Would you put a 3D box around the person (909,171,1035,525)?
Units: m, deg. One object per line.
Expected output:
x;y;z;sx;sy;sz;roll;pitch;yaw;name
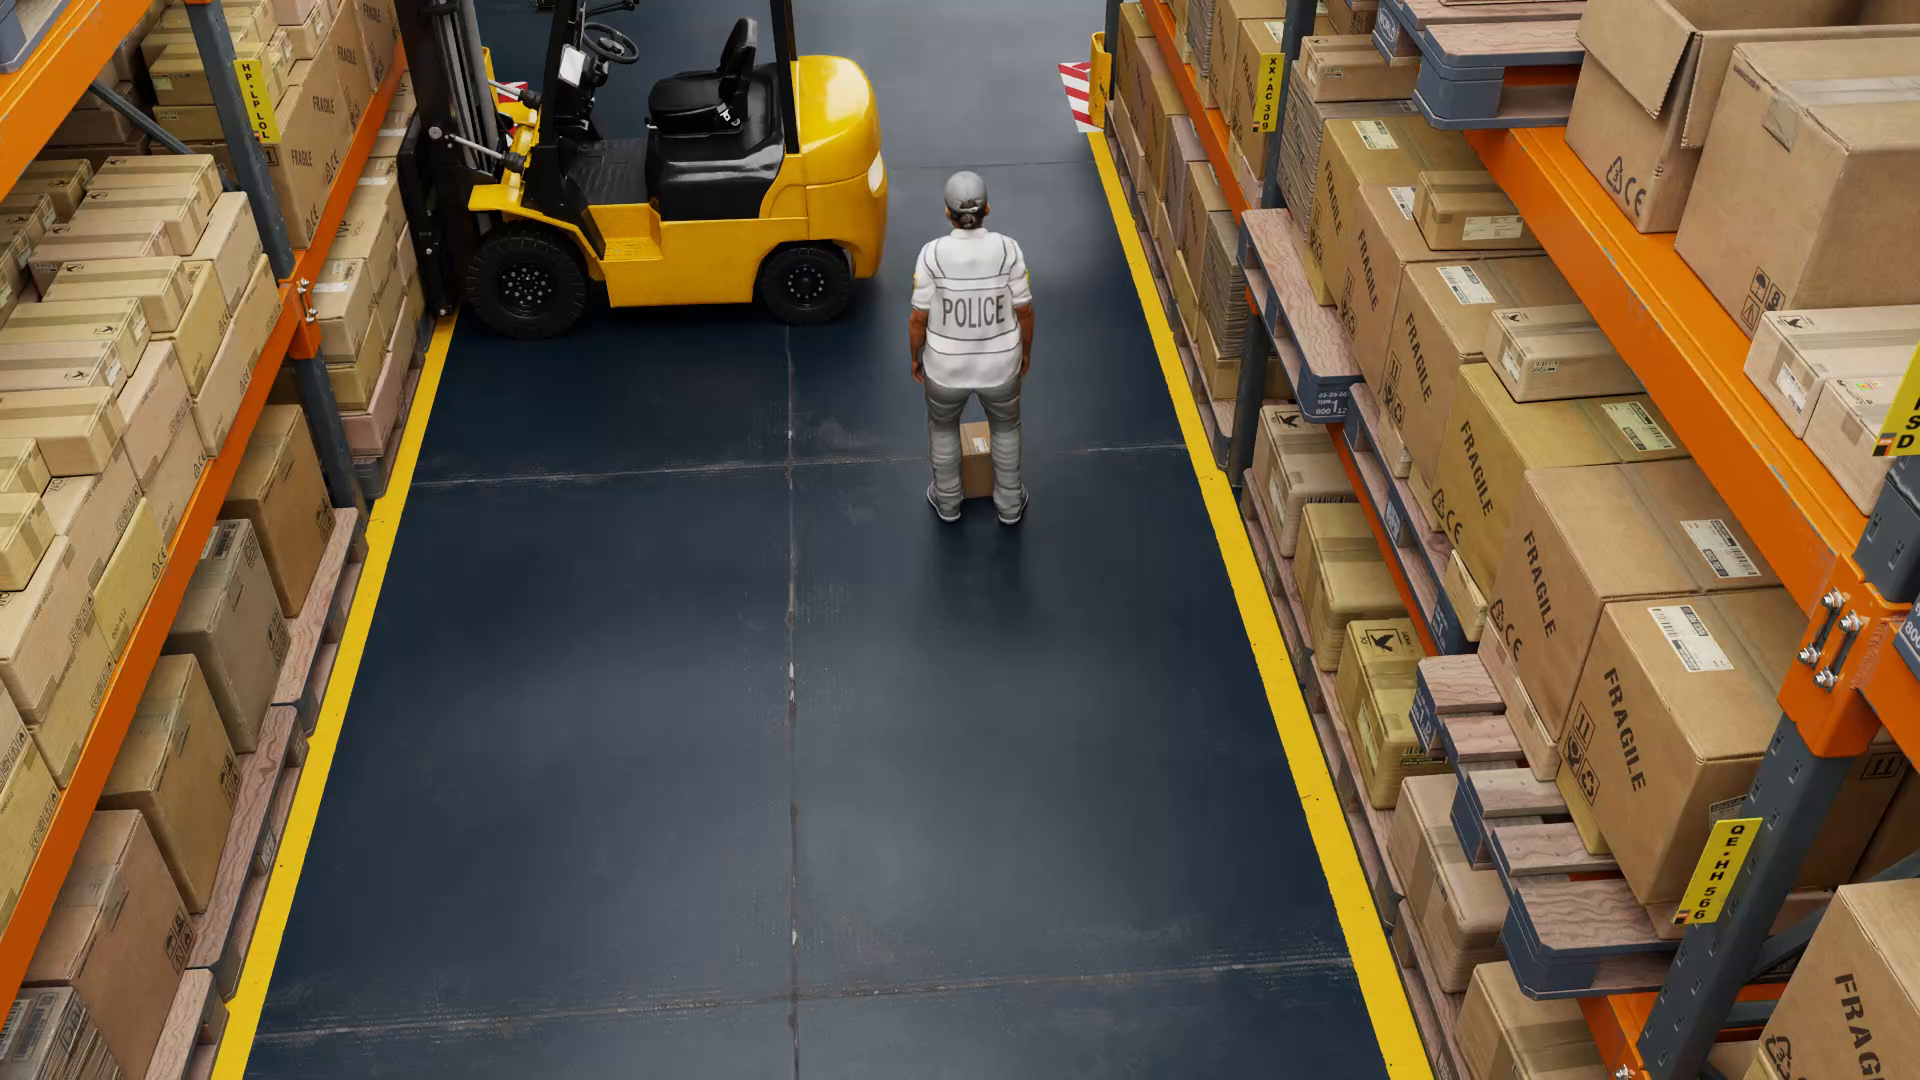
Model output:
0.053;-0.775;7.094;0.538;1.666;0.464;-3;39;-4;person
